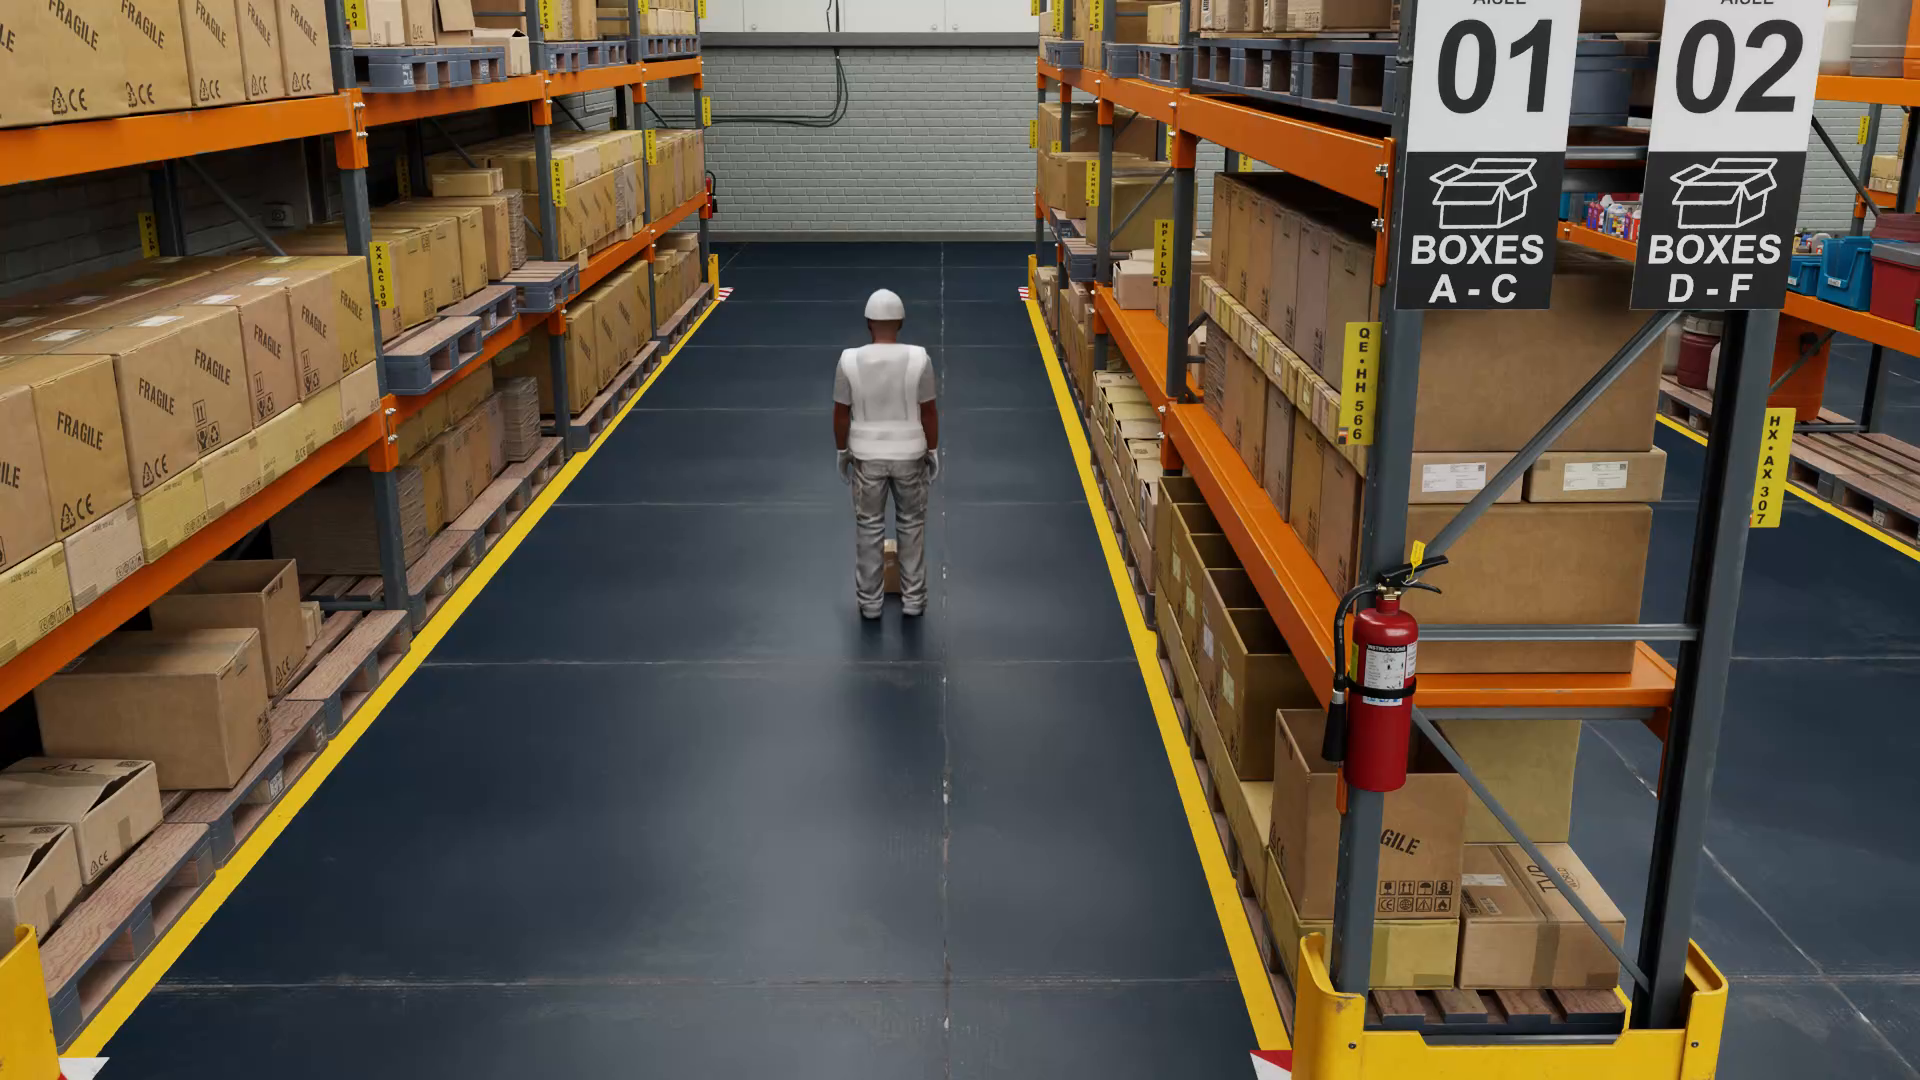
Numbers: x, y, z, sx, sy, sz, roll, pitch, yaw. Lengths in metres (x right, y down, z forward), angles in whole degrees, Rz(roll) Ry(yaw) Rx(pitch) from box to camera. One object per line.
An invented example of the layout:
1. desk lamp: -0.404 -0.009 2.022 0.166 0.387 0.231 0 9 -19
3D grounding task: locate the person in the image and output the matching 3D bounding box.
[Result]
1. person: -0.395 -0.450 8.977 0.564 1.815 0.405 0 17 -1
